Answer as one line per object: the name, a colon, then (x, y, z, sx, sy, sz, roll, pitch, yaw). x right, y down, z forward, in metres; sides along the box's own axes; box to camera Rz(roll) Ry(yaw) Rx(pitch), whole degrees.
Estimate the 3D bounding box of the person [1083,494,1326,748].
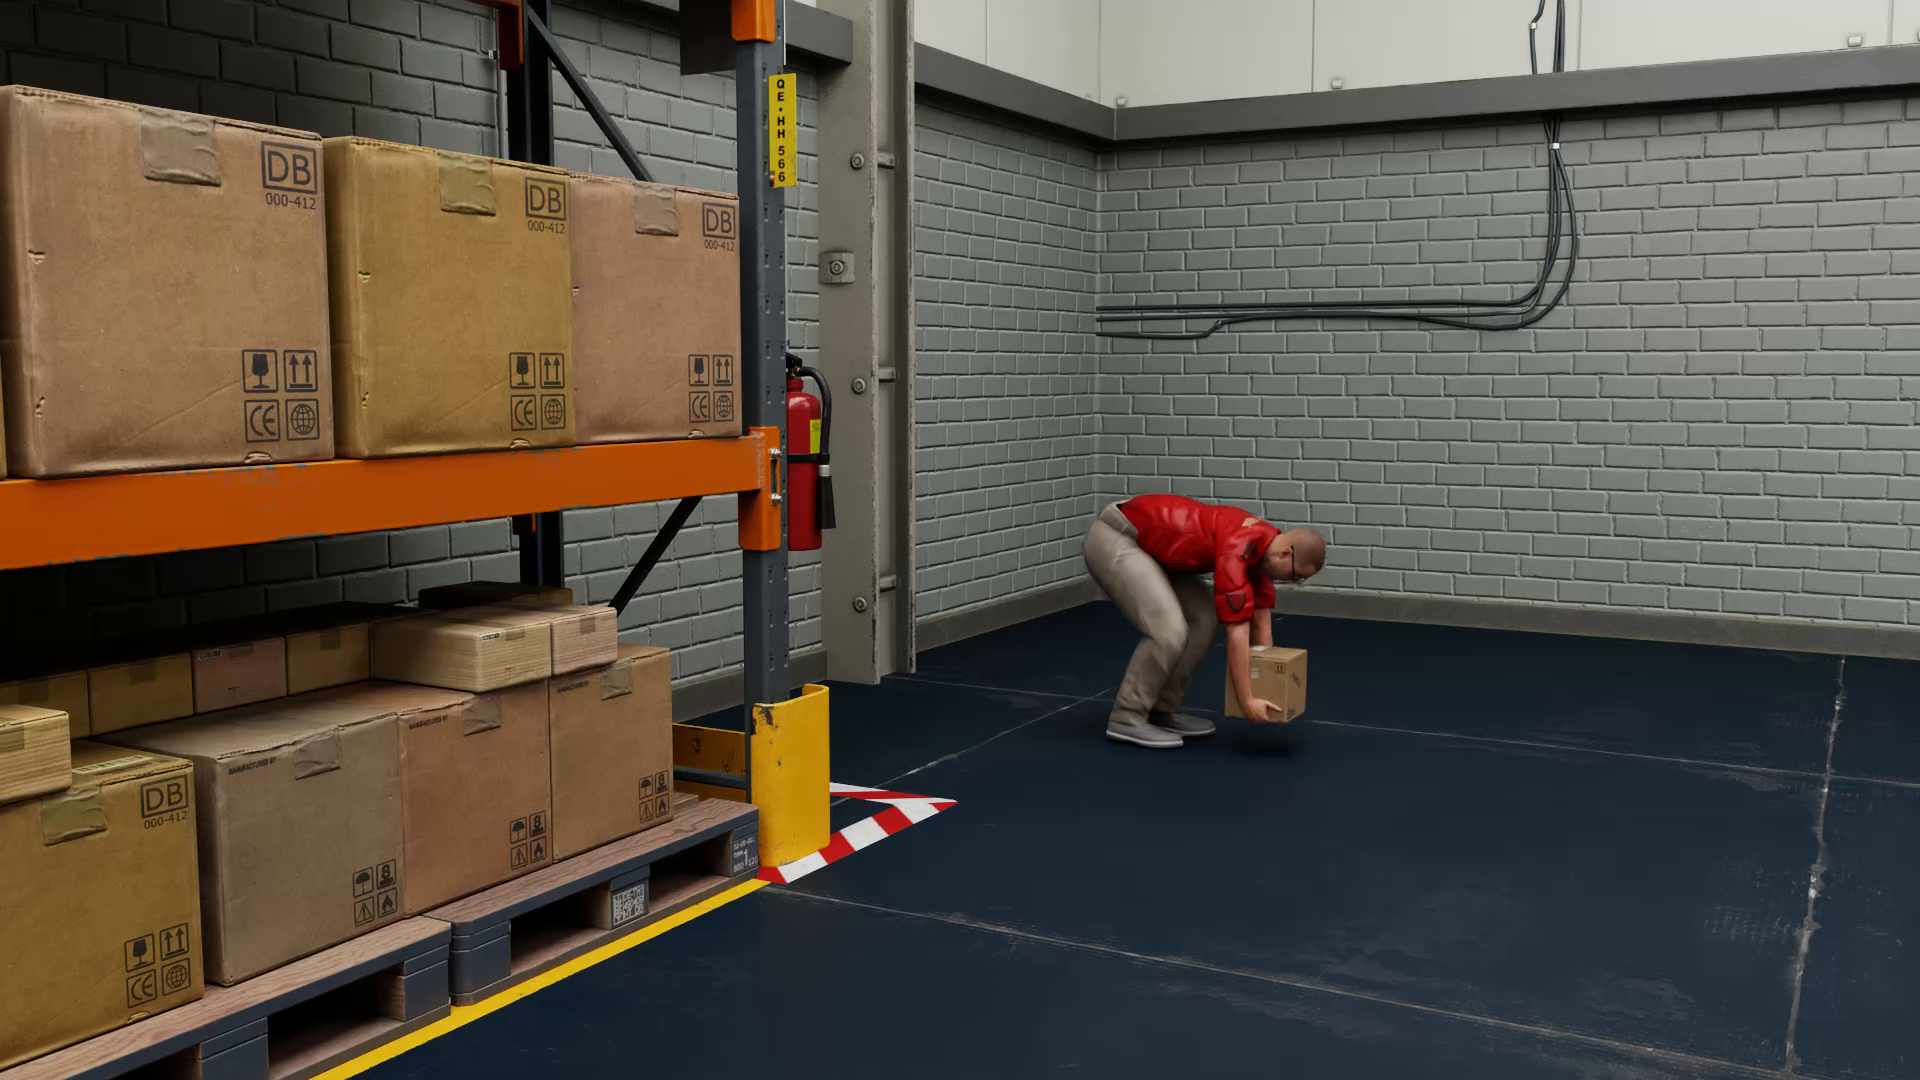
person: (0.995, 0.322, 6.641, 0.908, 1.002, 0.500, 3, 7, 26)
